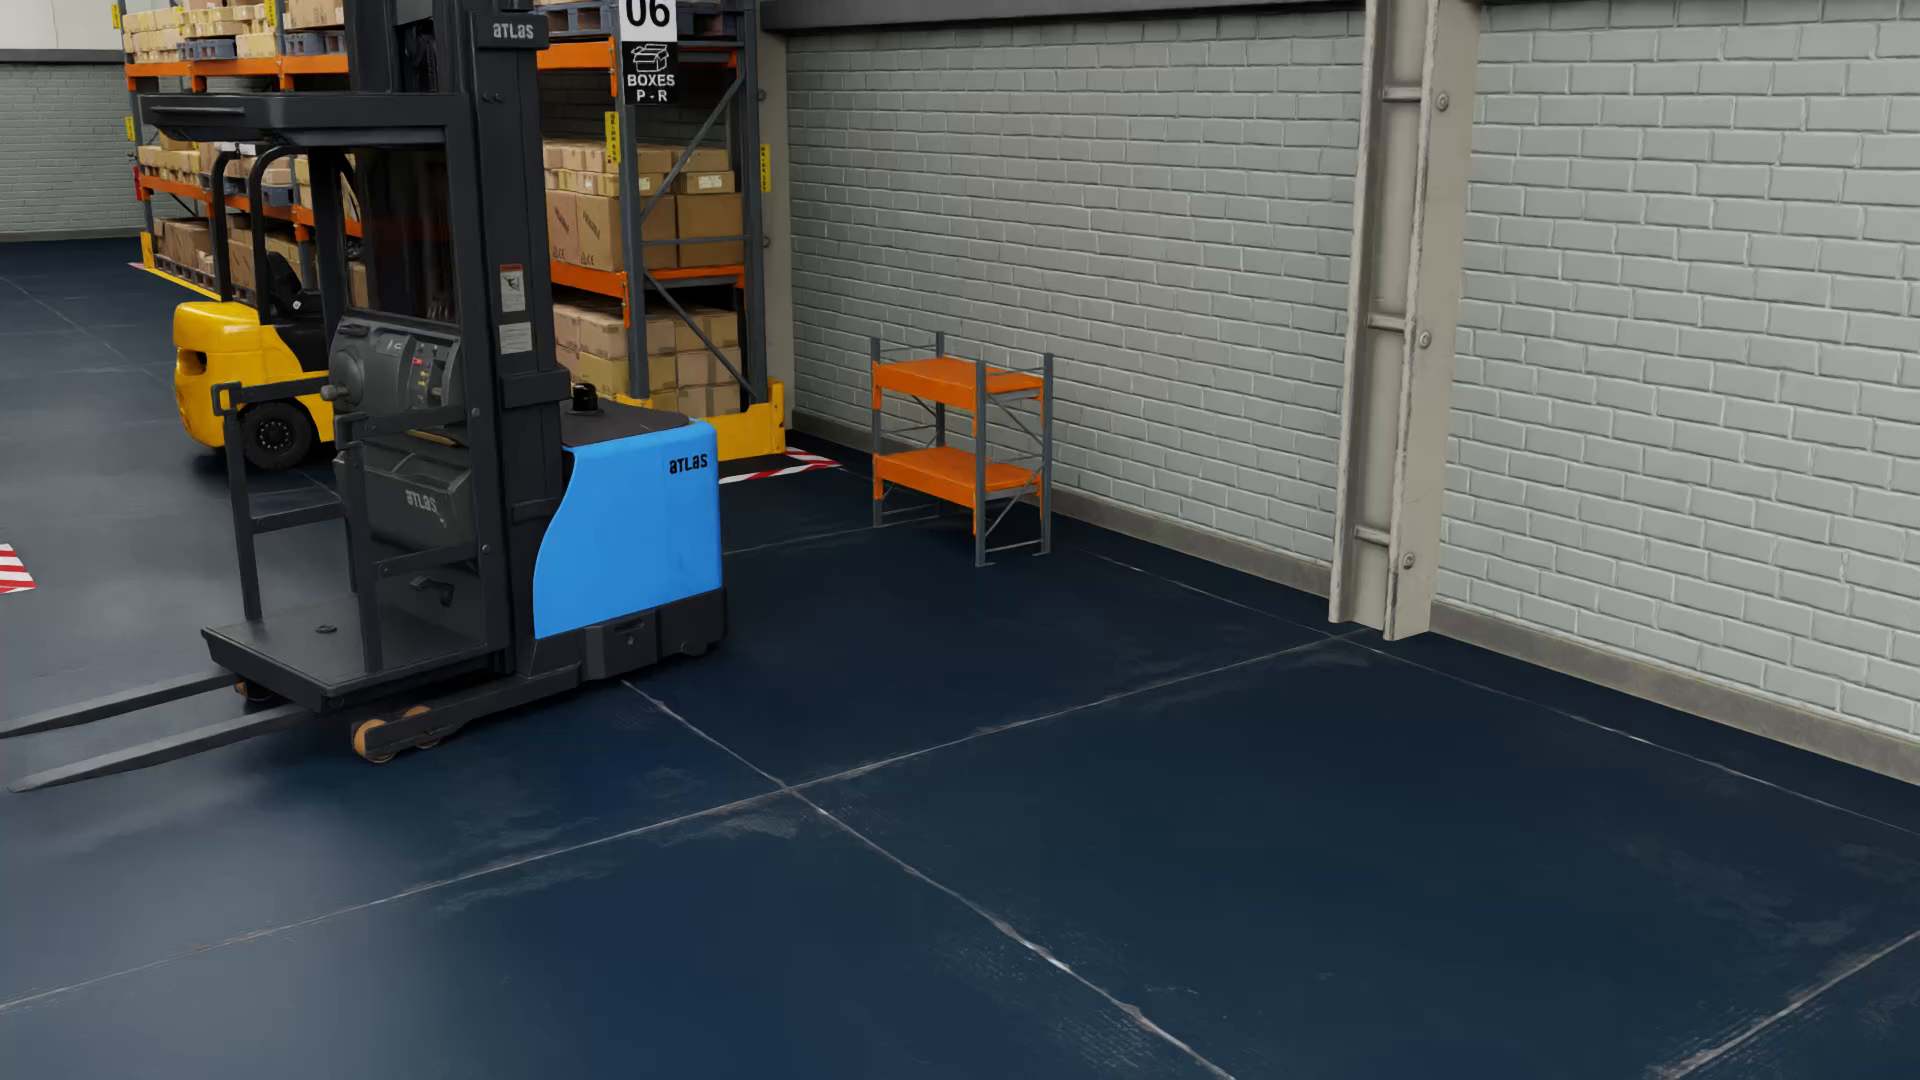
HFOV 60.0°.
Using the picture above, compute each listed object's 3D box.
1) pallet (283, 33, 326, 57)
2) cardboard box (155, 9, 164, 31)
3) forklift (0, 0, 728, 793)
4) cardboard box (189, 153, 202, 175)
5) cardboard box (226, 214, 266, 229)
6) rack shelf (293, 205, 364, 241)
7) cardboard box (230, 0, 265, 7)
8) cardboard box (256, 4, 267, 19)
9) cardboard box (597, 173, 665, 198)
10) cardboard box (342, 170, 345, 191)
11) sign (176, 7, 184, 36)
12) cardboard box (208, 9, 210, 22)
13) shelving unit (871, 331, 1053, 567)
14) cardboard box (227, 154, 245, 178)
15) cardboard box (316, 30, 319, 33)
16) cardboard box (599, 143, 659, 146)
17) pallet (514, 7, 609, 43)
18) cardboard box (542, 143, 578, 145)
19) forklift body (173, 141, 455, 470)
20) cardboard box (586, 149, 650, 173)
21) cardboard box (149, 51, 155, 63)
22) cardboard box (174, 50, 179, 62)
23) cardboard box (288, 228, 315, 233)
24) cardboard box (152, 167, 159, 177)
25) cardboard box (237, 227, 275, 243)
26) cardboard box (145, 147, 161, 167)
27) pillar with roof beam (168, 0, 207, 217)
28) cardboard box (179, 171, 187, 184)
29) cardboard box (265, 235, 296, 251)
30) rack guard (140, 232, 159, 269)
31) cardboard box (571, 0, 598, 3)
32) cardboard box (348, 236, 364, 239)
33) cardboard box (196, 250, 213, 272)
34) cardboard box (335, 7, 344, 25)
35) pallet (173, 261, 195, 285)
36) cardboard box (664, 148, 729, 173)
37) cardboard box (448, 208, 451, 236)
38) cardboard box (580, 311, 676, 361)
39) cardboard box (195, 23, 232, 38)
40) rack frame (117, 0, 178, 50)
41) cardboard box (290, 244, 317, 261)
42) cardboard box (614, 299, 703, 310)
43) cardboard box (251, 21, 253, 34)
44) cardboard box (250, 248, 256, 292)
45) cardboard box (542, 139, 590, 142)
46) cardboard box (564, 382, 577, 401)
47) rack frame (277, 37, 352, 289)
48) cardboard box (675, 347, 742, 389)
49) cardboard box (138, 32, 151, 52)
[{"bbox_3d":[-6.041,-4.961,16.696,1.213,0.211,1.003,-10,18,-32],"label":"pallet"},{"bbox_3d":[-9.952,-6.636,21.233,0.500,0.250,0.500,-10,18,-34],"label":"cardboard box"},{"bbox_3d":[-2.435,-0.703,6.592,1.130,2.935,3.031,13,20,40],"label":"forklift"},{"bbox_3d":[-9.361,-4.732,20.906,0.500,0.250,0.500,-10,18,-33],"label":"cardboard box"},{"bbox_3d":[-8.677,-3.878,20.209,0.380,0.149,0.250,-12,19,-37],"label":"cardboard box"},{"bbox_3d":[-5.336,-2.962,16.080,1.077,0.370,4.000,-11,19,-35],"label":"rack shelf"},{"bbox_3d":[-8.446,-6.404,19.753,0.396,0.266,0.258,-11,19,-35],"label":"cardboard box"},{"bbox_3d":[-7.220,-5.596,17.621,0.380,0.149,0.250,-12,19,-36],"label":"cardboard box"},{"bbox_3d":[-2.239,-2.420,11.317,0.380,0.149,0.250,-11,19,-34],"label":"cardboard box"},{"bbox_3d":[-5.862,-3.551,16.205,0.500,0.250,0.500,-11,19,-36],"label":"cardboard box"},{"bbox_3d":[-9.298,-6.201,19.888,0.100,0.325,0.005,-11,19,-35],"label":"sign"},{"bbox_3d":[-8.343,-5.975,18.972,0.380,0.149,0.250,-11,19,-34],"label":"cardboard box"},{"bbox_3d":[-0.004,-0.544,9.433,0.538,1.125,1.048,-11,19,-35],"label":"shelving unit"},{"bbox_3d":[-7.995,-4.425,19.077,0.700,0.500,0.500,-11,19,-35],"label":"cardboard box"},{"bbox_3d":[-6.667,-5.474,17.742,0.380,0.149,0.250,-11,19,-35],"label":"cardboard box"},{"bbox_3d":[-2.509,-2.932,12.624,0.380,0.149,0.250,-11,19,-36],"label":"cardboard box"},{"bbox_3d":[-2.925,-3.848,12.438,1.003,0.211,1.213,-11,19,-35],"label":"pallet"},{"bbox_3d":[-3.096,-2.903,12.519,0.380,0.149,0.250,-11,19,-34],"label":"cardboard box"},{"bbox_3d":[-4.399,-1.740,11.861,2.313,2.155,1.214,-11,19,-35],"label":"forklift body"},{"bbox_3d":[-2.360,-2.624,11.501,0.380,0.149,0.250,-11,19,-34],"label":"cardboard box"},{"bbox_3d":[-10.394,-6.324,21.792,0.380,0.149,0.250,-11,19,-34],"label":"cardboard box"},{"bbox_3d":[-9.607,-6.058,20.824,0.380,0.149,0.250,-10,18,-33],"label":"cardboard box"},{"bbox_3d":[-7.815,-3.643,19.914,0.380,0.149,0.250,-10,18,-33],"label":"cardboard box"},{"bbox_3d":[-11.058,-5.164,23.236,0.380,0.149,0.250,-10,18,-33],"label":"cardboard box"},{"bbox_3d":[-8.483,-3.682,20.058,0.380,0.149,0.250,-12,19,-37],"label":"cardboard box"},{"bbox_3d":[-10.870,-5.269,22.867,0.500,0.250,0.500,-11,19,-34],"label":"cardboard box"},{"bbox_3d":[-15.554,-8.386,23.168,9.100,9.000,0.400,-11,19,-35],"label":"pillar with roof beam"},{"bbox_3d":[-9.904,-4.713,21.588,0.380,0.149,0.250,-11,19,-35],"label":"cardboard box"},{"bbox_3d":[-7.764,-3.400,19.026,0.380,0.149,0.250,-12,19,-37],"label":"cardboard box"},{"bbox_3d":[-11.171,-4.223,24.058,1.175,0.500,0.348,-11,19,-35],"label":"rack guard"},{"bbox_3d":[-2.266,-3.831,11.033,0.500,0.500,0.500,-10,18,-33],"label":"cardboard box"},{"bbox_3d":[-6.997,-3.380,18.954,0.380,0.149,0.250,-12,19,-37],"label":"cardboard box"},{"bbox_3d":[-9.639,-3.624,21.518,0.396,0.266,0.258,-10,18,-33],"label":"cardboard box"},{"bbox_3d":[-5.506,-4.811,15.281,0.380,0.149,0.250,-11,19,-35],"label":"cardboard box"},{"bbox_3d":[-9.988,-3.653,22.523,1.003,0.211,1.213,-11,19,-35],"label":"pallet"},{"bbox_3d":[-1.833,-2.638,11.549,0.380,0.149,0.250,-11,19,-36],"label":"cardboard box"},{"bbox_3d":[-4.110,-2.795,13.917,0.500,0.500,0.500,-12,19,-36],"label":"cardboard box"},{"bbox_3d":[-2.331,-1.437,11.662,0.500,0.250,0.500,-10,18,-33],"label":"cardboard box"},{"bbox_3d":[-8.578,-5.875,19.167,0.380,0.149,0.250,-11,19,-34],"label":"cardboard box"},{"bbox_3d":[-11.216,-8.338,22.995,1.000,3.000,0.127,-11,19,-35],"label":"rack frame"},{"bbox_3d":[-7.007,-3.112,17.976,0.380,0.149,0.250,-12,19,-37],"label":"cardboard box"},{"bbox_3d":[-2.235,-1.625,12.350,0.500,0.250,0.500,-11,19,-34],"label":"cardboard box"},{"bbox_3d":[-7.473,-5.567,18.081,0.380,0.149,0.250,-11,19,-34],"label":"cardboard box"},{"bbox_3d":[-7.851,-3.118,19.226,0.500,0.500,0.500,-12,19,-37],"label":"cardboard box"},{"bbox_3d":[-3.250,-3.207,13.631,0.380,0.149,0.250,-11,19,-36],"label":"cardboard box"},{"bbox_3d":[-2.625,-1.063,12.192,0.500,0.250,0.500,-11,19,-35],"label":"cardboard box"},{"bbox_3d":[-6.512,-3.736,17.545,1.000,3.000,0.127,-11,19,-35],"label":"rack frame"},{"bbox_3d":[-1.917,-1.278,12.030,0.500,0.250,0.500,-10,18,-34],"label":"cardboard box"},{"bbox_3d":[-10.570,-6.609,22.079,0.500,0.250,0.500,-12,19,-36],"label":"cardboard box"}]
